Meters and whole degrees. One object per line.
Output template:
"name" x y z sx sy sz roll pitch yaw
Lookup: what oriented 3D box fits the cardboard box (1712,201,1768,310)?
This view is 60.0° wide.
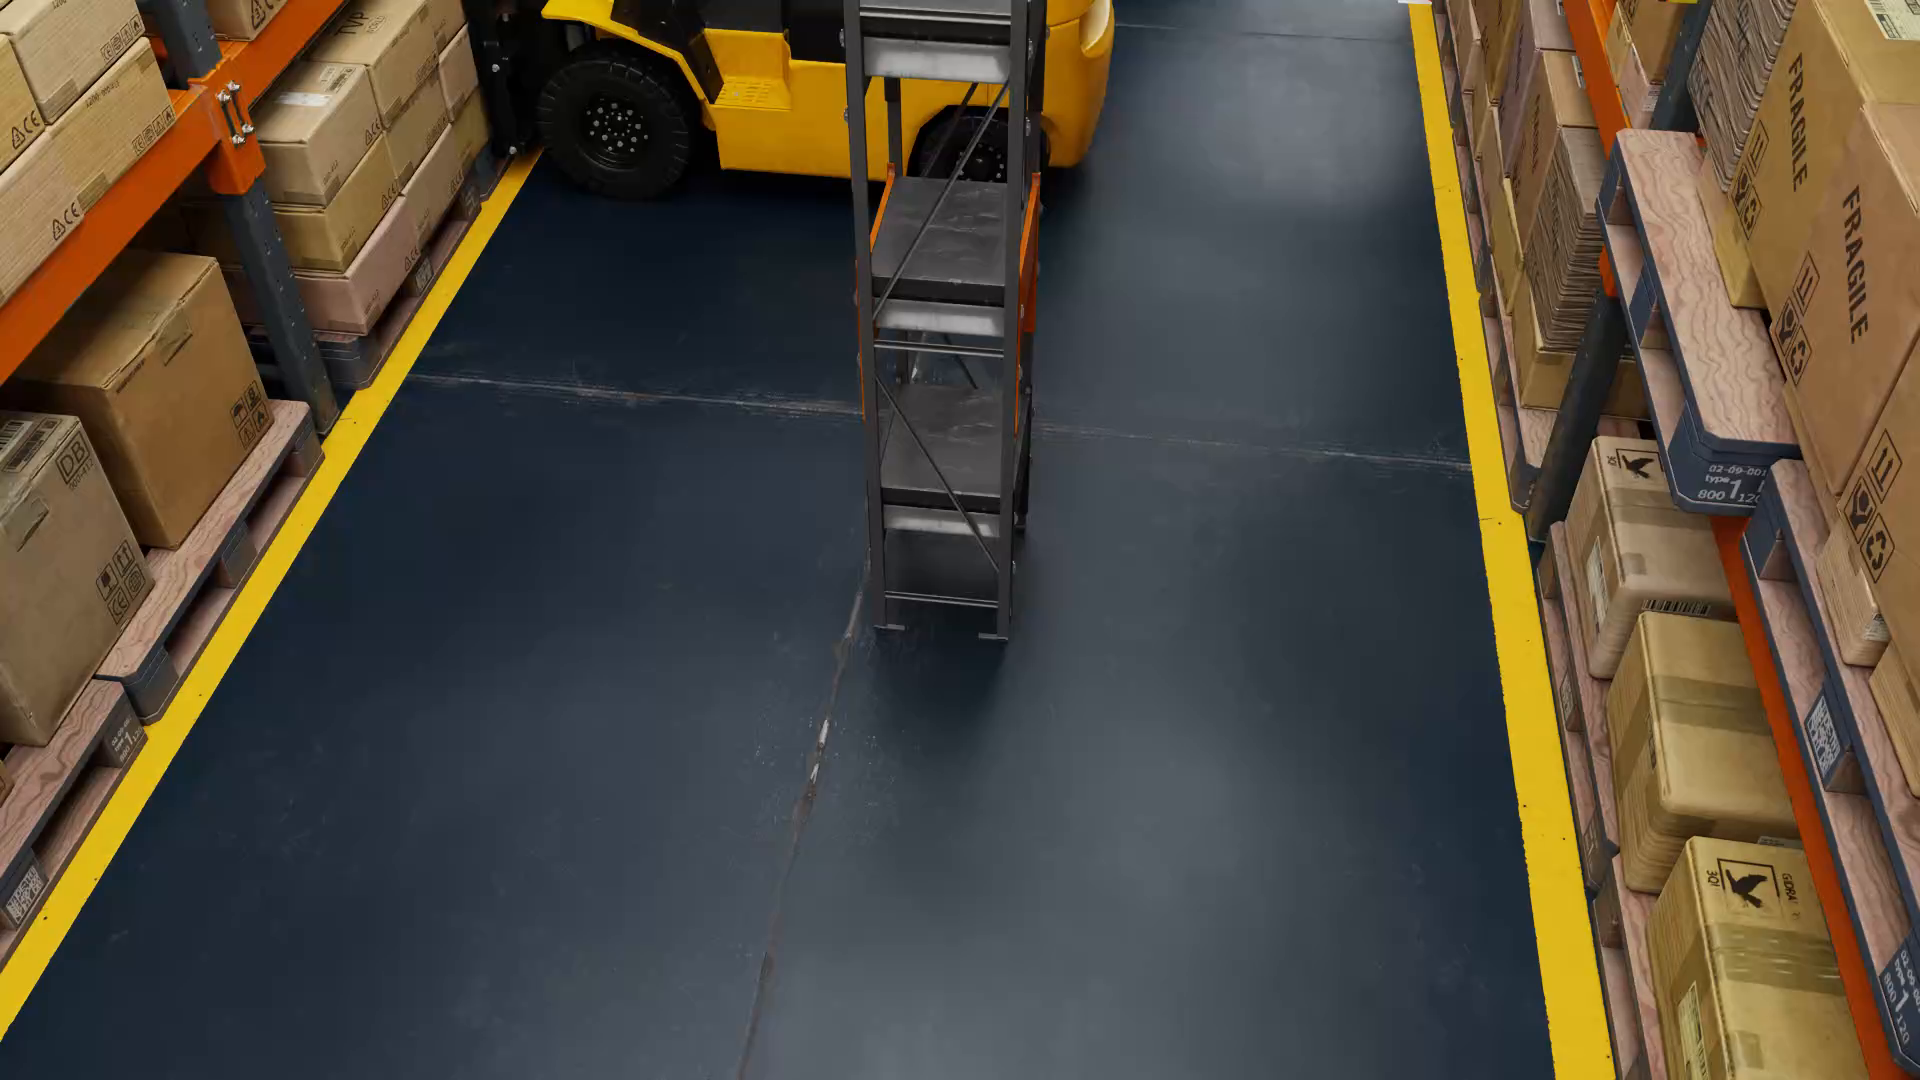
"cardboard box" 1.866 -0.618 3.599 0.380 0.149 0.250 6 44 6

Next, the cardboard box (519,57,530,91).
"cardboard box" -2.043 -2.020 6.896 0.500 0.250 0.500 7 44 7

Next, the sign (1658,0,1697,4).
"sign" 1.755 -1.433 3.952 0.100 0.325 0.005 5 44 6

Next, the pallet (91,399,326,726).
"pallet" -2.685 -0.005 5.101 1.003 0.211 1.213 5 44 6

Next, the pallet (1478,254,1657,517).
"pallet" 2.348 -0.523 5.648 1.003 0.211 1.213 5 44 6

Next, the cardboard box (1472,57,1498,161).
"cardboard box" 2.308 -1.710 6.568 0.500 0.250 0.500 8 44 8

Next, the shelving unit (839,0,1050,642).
"shelving unit" -0.022 -0.650 4.409 0.431 2.100 0.503 5 44 6

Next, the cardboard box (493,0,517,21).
"cardboard box" -2.046 -2.189 6.711 0.500 0.250 0.500 5 44 5

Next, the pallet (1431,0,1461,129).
"pallet" 2.671 -2.186 7.405 1.003 0.211 1.213 5 44 6

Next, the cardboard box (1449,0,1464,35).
"cardboard box" 2.442 -2.430 7.329 0.500 0.250 0.500 5 44 5

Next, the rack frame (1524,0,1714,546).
"rack frame" 2.294 -1.074 4.203 1.000 3.000 0.127 5 44 6

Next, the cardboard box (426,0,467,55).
"cardboard box" -2.119 -2.029 6.178 0.500 0.250 0.500 7 44 7

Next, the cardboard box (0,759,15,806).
"cardboard box" -2.892 0.584 3.873 0.875 0.625 0.625 4 44 4

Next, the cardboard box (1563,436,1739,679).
"cardboard box" 2.227 0.085 4.584 0.950 0.372 0.625 6 44 6

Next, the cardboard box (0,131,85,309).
"cardboard box" -2.495 -0.758 3.978 0.500 0.250 0.500 5 44 5

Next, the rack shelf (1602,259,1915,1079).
"rack shelf" 2.030 0.550 3.011 1.077 0.370 4.000 5 44 6

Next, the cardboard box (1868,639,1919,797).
"cardboard box" 1.702 0.283 2.647 0.380 0.149 0.250 4 44 4

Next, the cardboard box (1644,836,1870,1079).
"cardboard box" 2.045 1.049 3.566 0.950 0.372 0.625 7 44 7

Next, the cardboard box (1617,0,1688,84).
"cardboard box" 2.106 -1.544 4.410 0.500 0.500 0.500 4 44 4

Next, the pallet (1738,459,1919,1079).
"pallet" 1.987 0.369 2.819 1.003 0.211 1.213 5 44 6

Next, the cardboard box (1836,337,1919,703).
"cardboard box" 1.746 -0.049 2.526 0.500 0.500 0.500 4 44 4

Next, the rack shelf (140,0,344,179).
"rack shelf" -2.362 -2.625 6.364 1.077 0.370 4.000 5 44 6

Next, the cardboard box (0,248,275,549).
"cardboard box" -2.684 -0.456 4.972 0.875 0.625 0.625 7 44 7

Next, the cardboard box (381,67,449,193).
"cardboard box" -2.192 -1.504 5.987 0.500 0.250 0.500 5 44 5

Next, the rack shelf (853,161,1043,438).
"rack shelf" -0.022 -0.640 4.418 0.431 0.518 0.480 5 44 6

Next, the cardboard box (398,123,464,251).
"cardboard box" -2.182 -1.324 6.161 0.500 0.250 0.500 4 44 5

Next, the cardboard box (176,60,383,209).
"cardboard box" -2.251 -1.341 5.452 0.500 0.250 0.500 5 44 5

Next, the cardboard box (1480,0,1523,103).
"cardboard box" 2.301 -1.988 6.317 0.500 0.500 0.500 6 44 6

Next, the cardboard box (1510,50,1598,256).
"cardboard box" 2.172 -1.275 5.564 0.500 0.500 0.500 6 44 6

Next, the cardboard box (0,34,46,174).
"cardboard box" -2.499 -0.941 3.807 0.500 0.250 0.500 4 44 4

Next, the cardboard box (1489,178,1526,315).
"cardboard box" 2.166 -1.019 5.839 0.500 0.250 0.500 4 44 4

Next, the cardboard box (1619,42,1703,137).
"cardboard box" 2.035 -1.230 4.550 0.380 0.149 0.250 5 44 5

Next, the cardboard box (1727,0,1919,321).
"cardboard box" 1.882 -0.736 3.251 0.500 0.500 0.500 5 44 6

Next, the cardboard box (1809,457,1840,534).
"cardboard box" 1.795 -0.078 3.028 0.380 0.149 0.250 6 44 6

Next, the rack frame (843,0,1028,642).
"rack frame" -0.054 -0.483 4.233 0.400 2.100 0.015 5 44 6

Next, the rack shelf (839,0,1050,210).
"rack shelf" -0.022 -1.148 3.937 0.431 0.518 0.480 5 44 6

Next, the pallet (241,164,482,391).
"pallet" -2.480 -1.049 6.204 1.003 0.211 1.213 5 44 6

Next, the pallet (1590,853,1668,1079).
"pallet" 2.034 1.303 3.721 1.003 0.211 1.213 5 44 6
